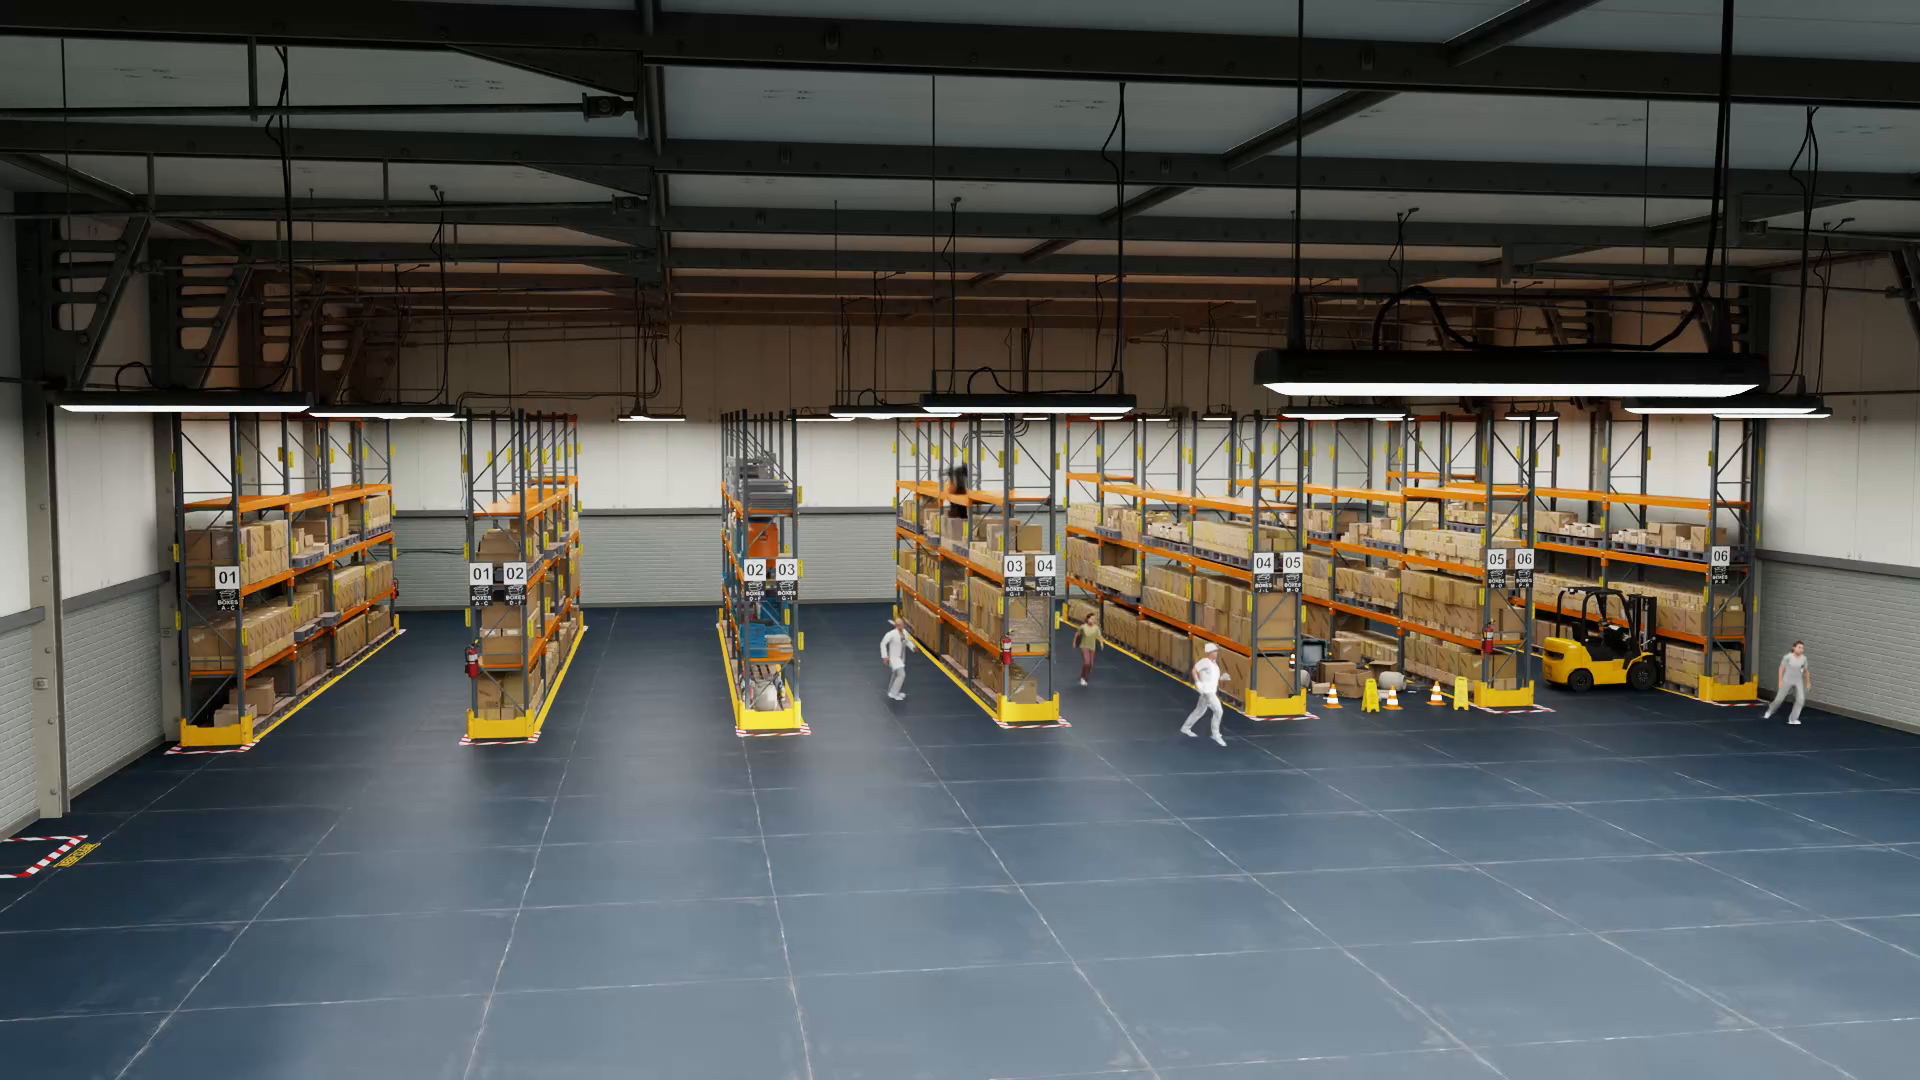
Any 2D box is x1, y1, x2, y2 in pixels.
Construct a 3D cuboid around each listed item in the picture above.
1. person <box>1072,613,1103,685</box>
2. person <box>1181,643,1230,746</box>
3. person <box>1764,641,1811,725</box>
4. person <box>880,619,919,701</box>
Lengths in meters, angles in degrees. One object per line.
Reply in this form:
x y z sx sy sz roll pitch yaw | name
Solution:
2.819 2.376 36.162 0.535 1.613 0.763 -1 4 -19 | person
4.377 2.757 29.777 0.899 1.827 0.726 1 4 20 | person
15.830 2.702 31.784 0.703 1.608 0.673 0 4 5 | person
-1.254 2.491 34.567 0.870 1.746 0.695 2 5 30 | person
